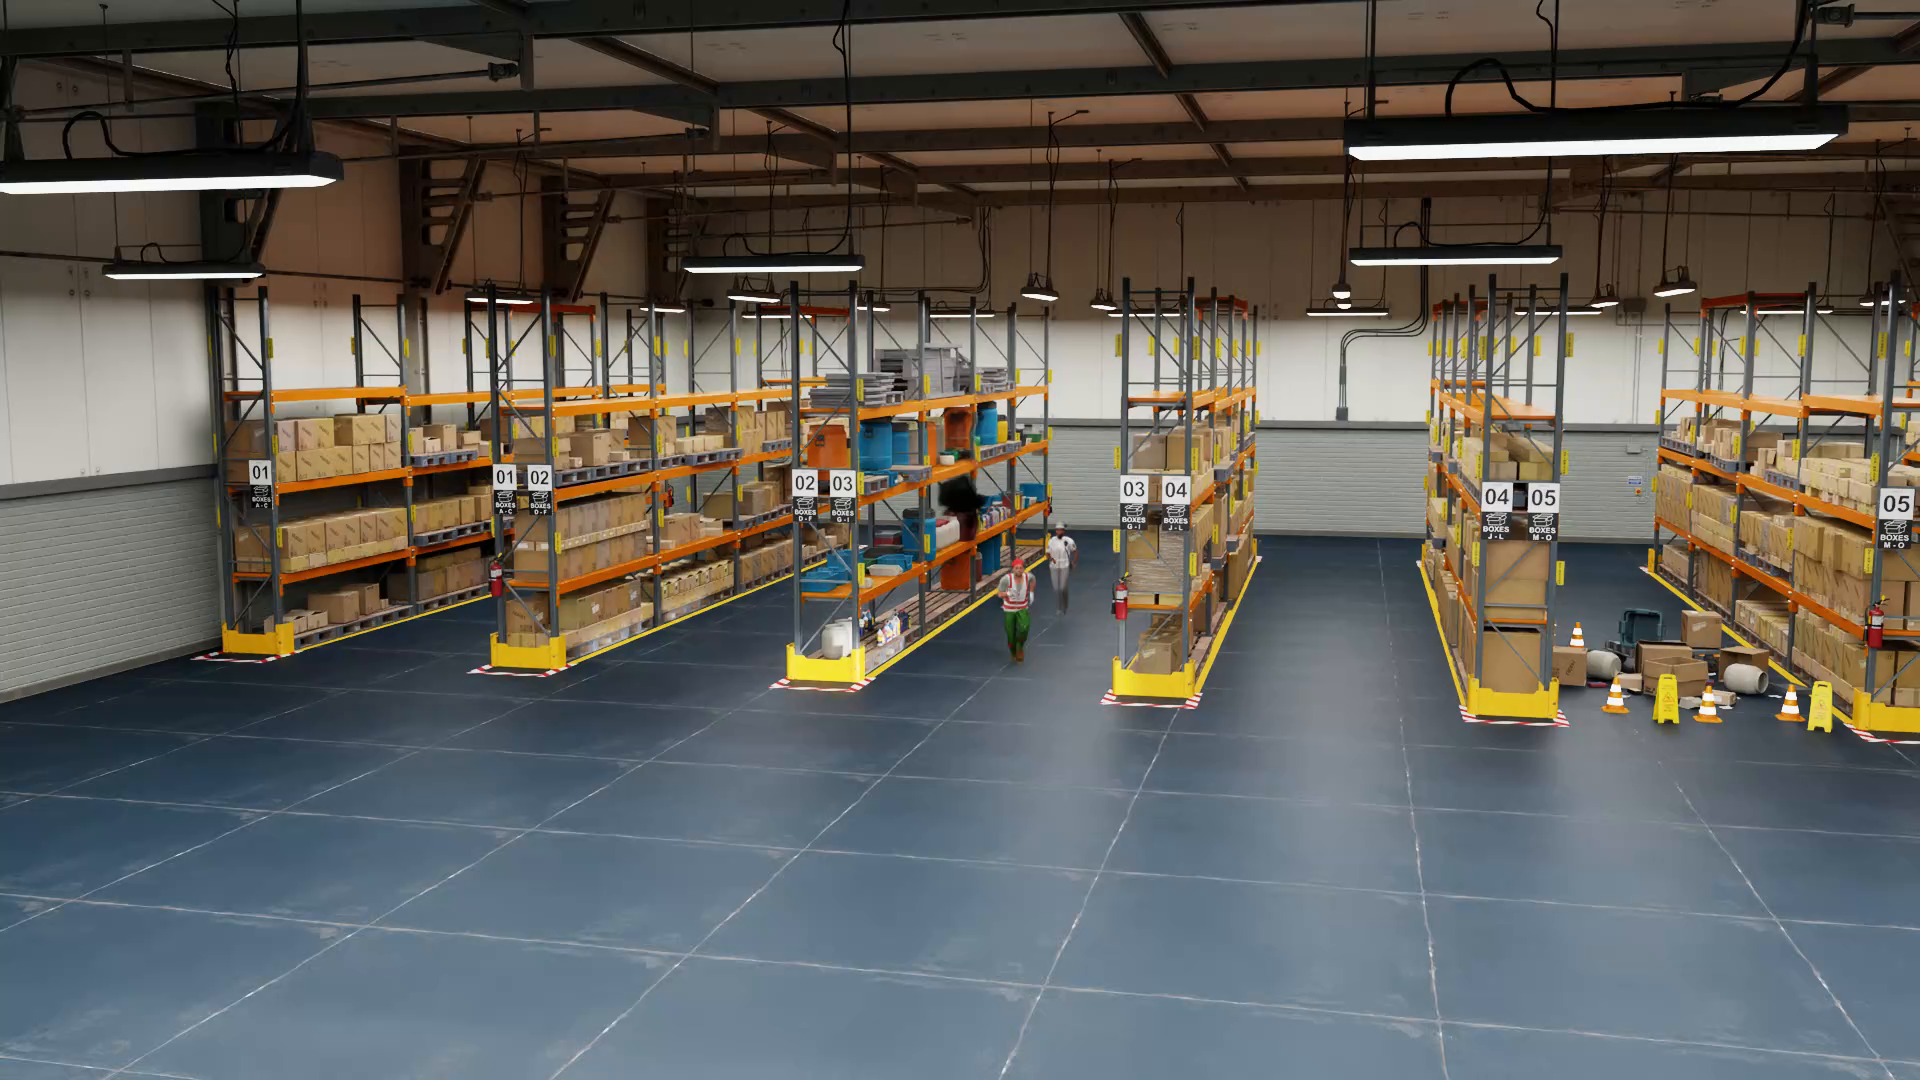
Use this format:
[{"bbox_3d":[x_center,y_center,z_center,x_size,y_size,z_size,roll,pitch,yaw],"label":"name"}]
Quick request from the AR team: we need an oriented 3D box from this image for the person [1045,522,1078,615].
[{"bbox_3d":[1.778,0.512,29.411,0.562,1.684,0.562,1,7,13],"label":"person"}]

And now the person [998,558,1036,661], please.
[{"bbox_3d":[0.904,1.115,26.263,0.632,1.699,0.859,0,7,-4],"label":"person"}]
